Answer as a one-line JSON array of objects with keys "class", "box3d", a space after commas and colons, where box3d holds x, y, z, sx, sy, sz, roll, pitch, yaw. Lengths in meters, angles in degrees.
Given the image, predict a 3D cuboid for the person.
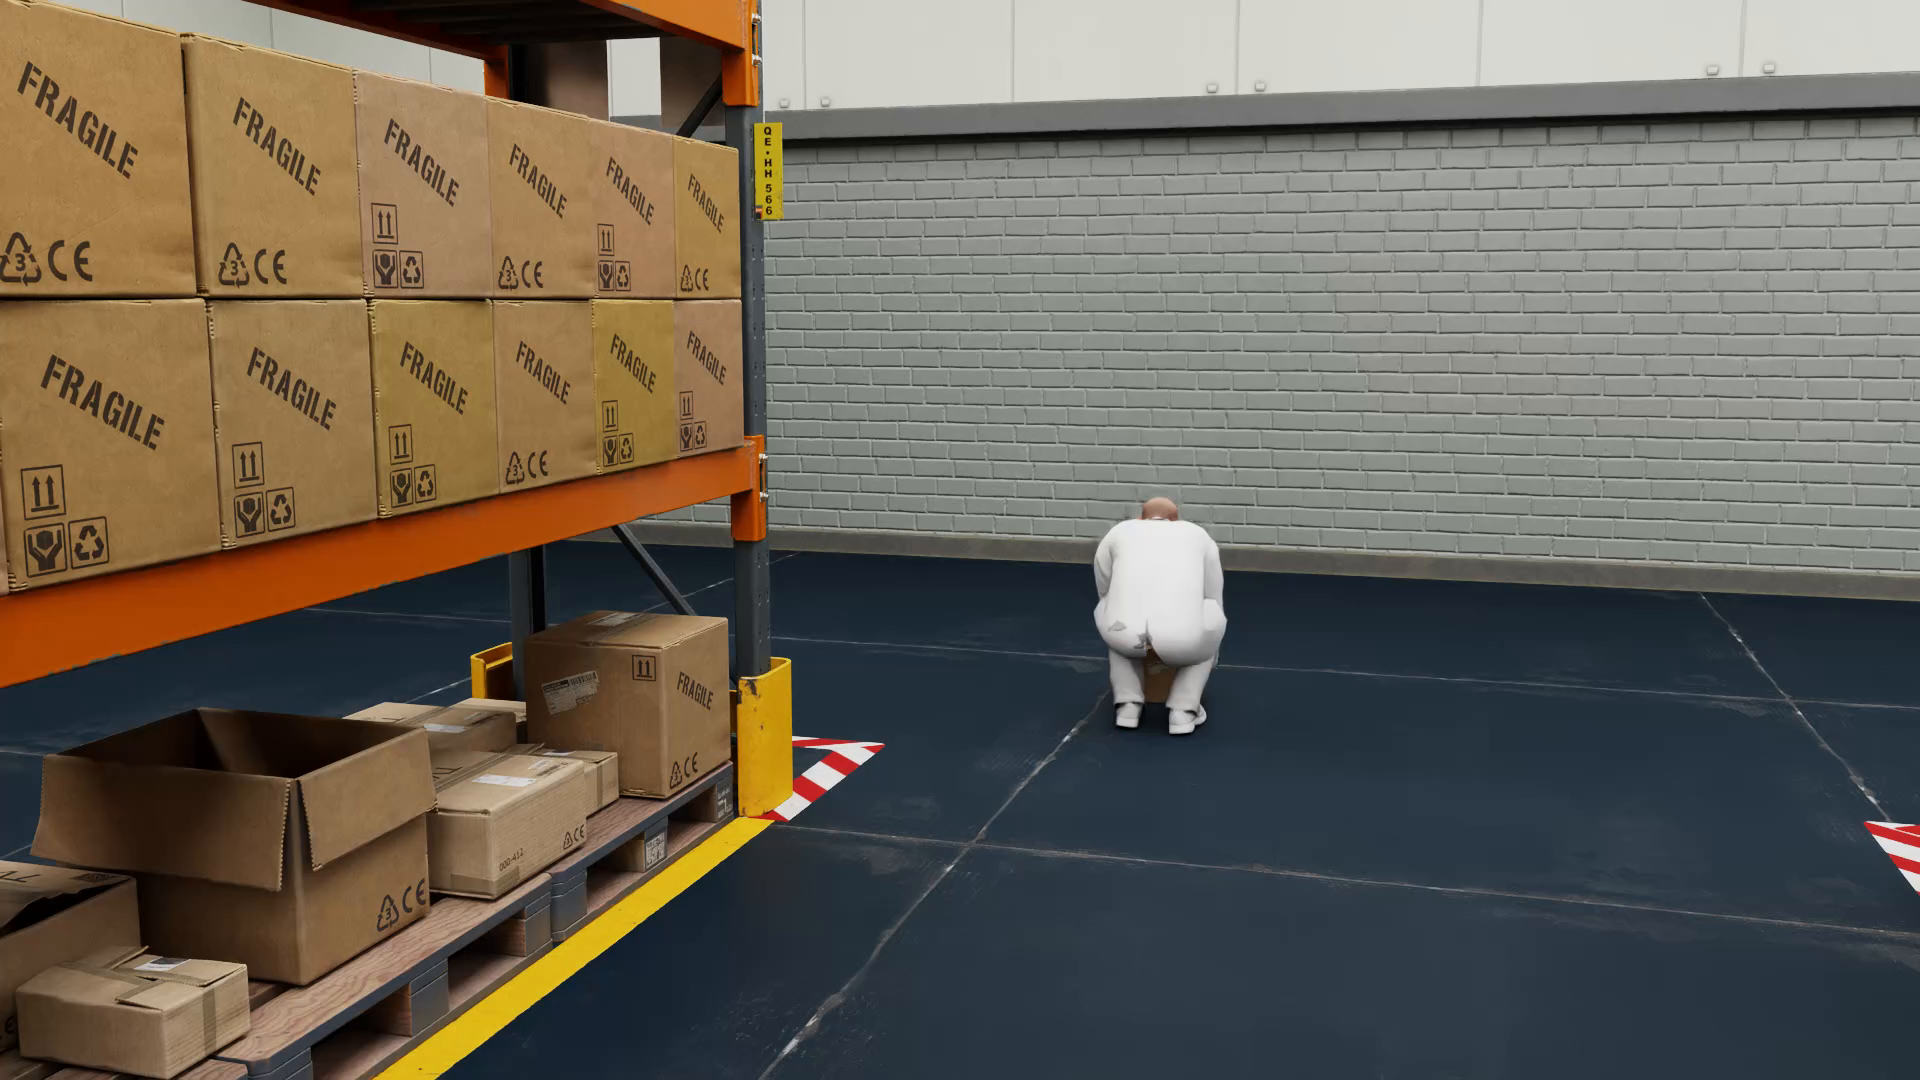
[{"class": "person", "box3d": [0.857, 0.312, 7.192, 0.610, 0.931, 0.906, 2, 8, 16]}]
